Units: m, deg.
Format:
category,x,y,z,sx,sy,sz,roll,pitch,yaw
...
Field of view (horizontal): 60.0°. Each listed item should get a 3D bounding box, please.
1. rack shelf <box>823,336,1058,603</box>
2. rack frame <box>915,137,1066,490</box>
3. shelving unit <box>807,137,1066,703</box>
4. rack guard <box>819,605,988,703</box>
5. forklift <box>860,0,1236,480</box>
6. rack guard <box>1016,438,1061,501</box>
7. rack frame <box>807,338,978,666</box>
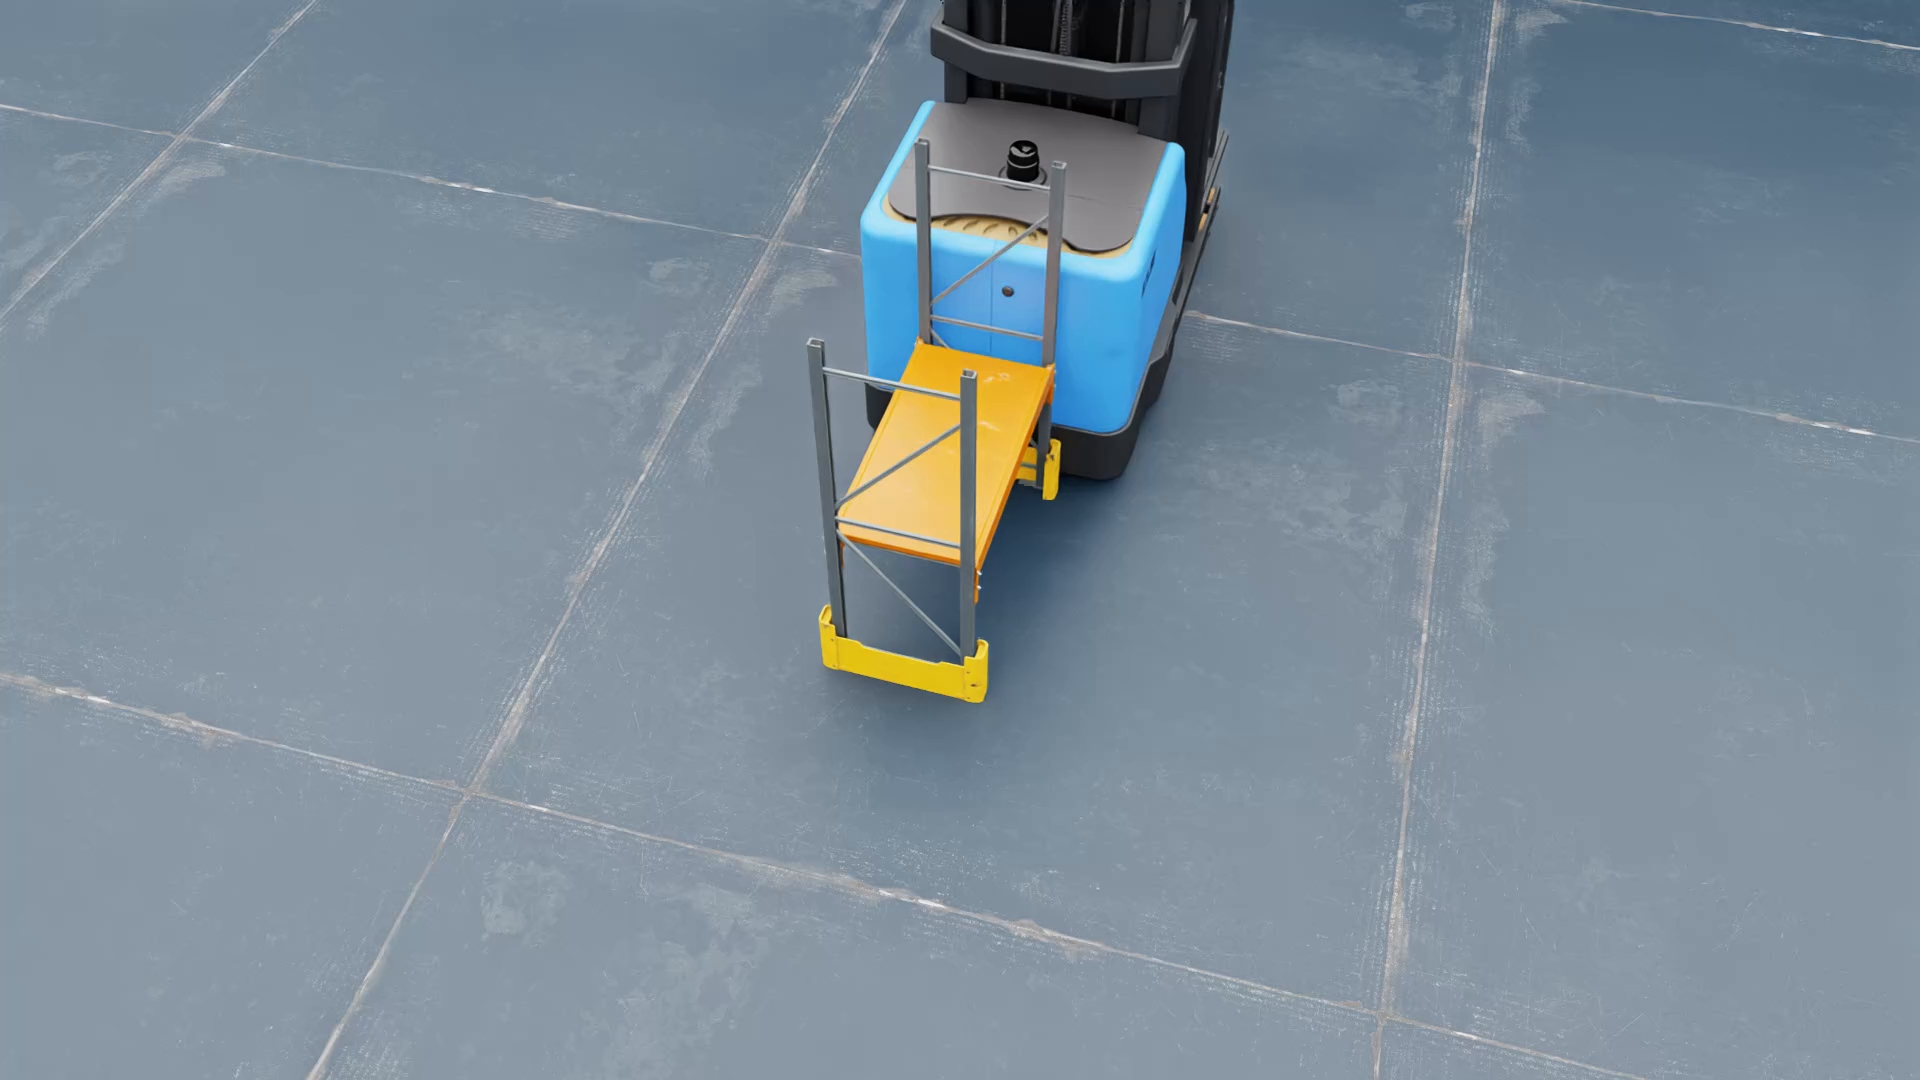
category,x,y,z,sx,sy,sz,roll,pitch,yaw
rack shelf,-0.049,-0.266,5.724,0.538,0.185,1.000,13,50,11
rack frame,0.096,-0.750,5.912,0.500,1.500,0.032,13,50,11
shelving unit,-0.052,-0.378,5.584,0.587,1.500,1.083,13,50,11
rack guard,-0.194,0.393,5.736,0.587,0.250,0.087,13,50,11
forklift,0.542,-2.333,6.354,1.130,2.935,3.031,13,50,11
rack guard,0.091,-0.323,6.368,0.587,0.250,0.087,13,50,11
rack frame,-0.194,-0.020,5.267,0.500,1.500,0.032,13,50,11
